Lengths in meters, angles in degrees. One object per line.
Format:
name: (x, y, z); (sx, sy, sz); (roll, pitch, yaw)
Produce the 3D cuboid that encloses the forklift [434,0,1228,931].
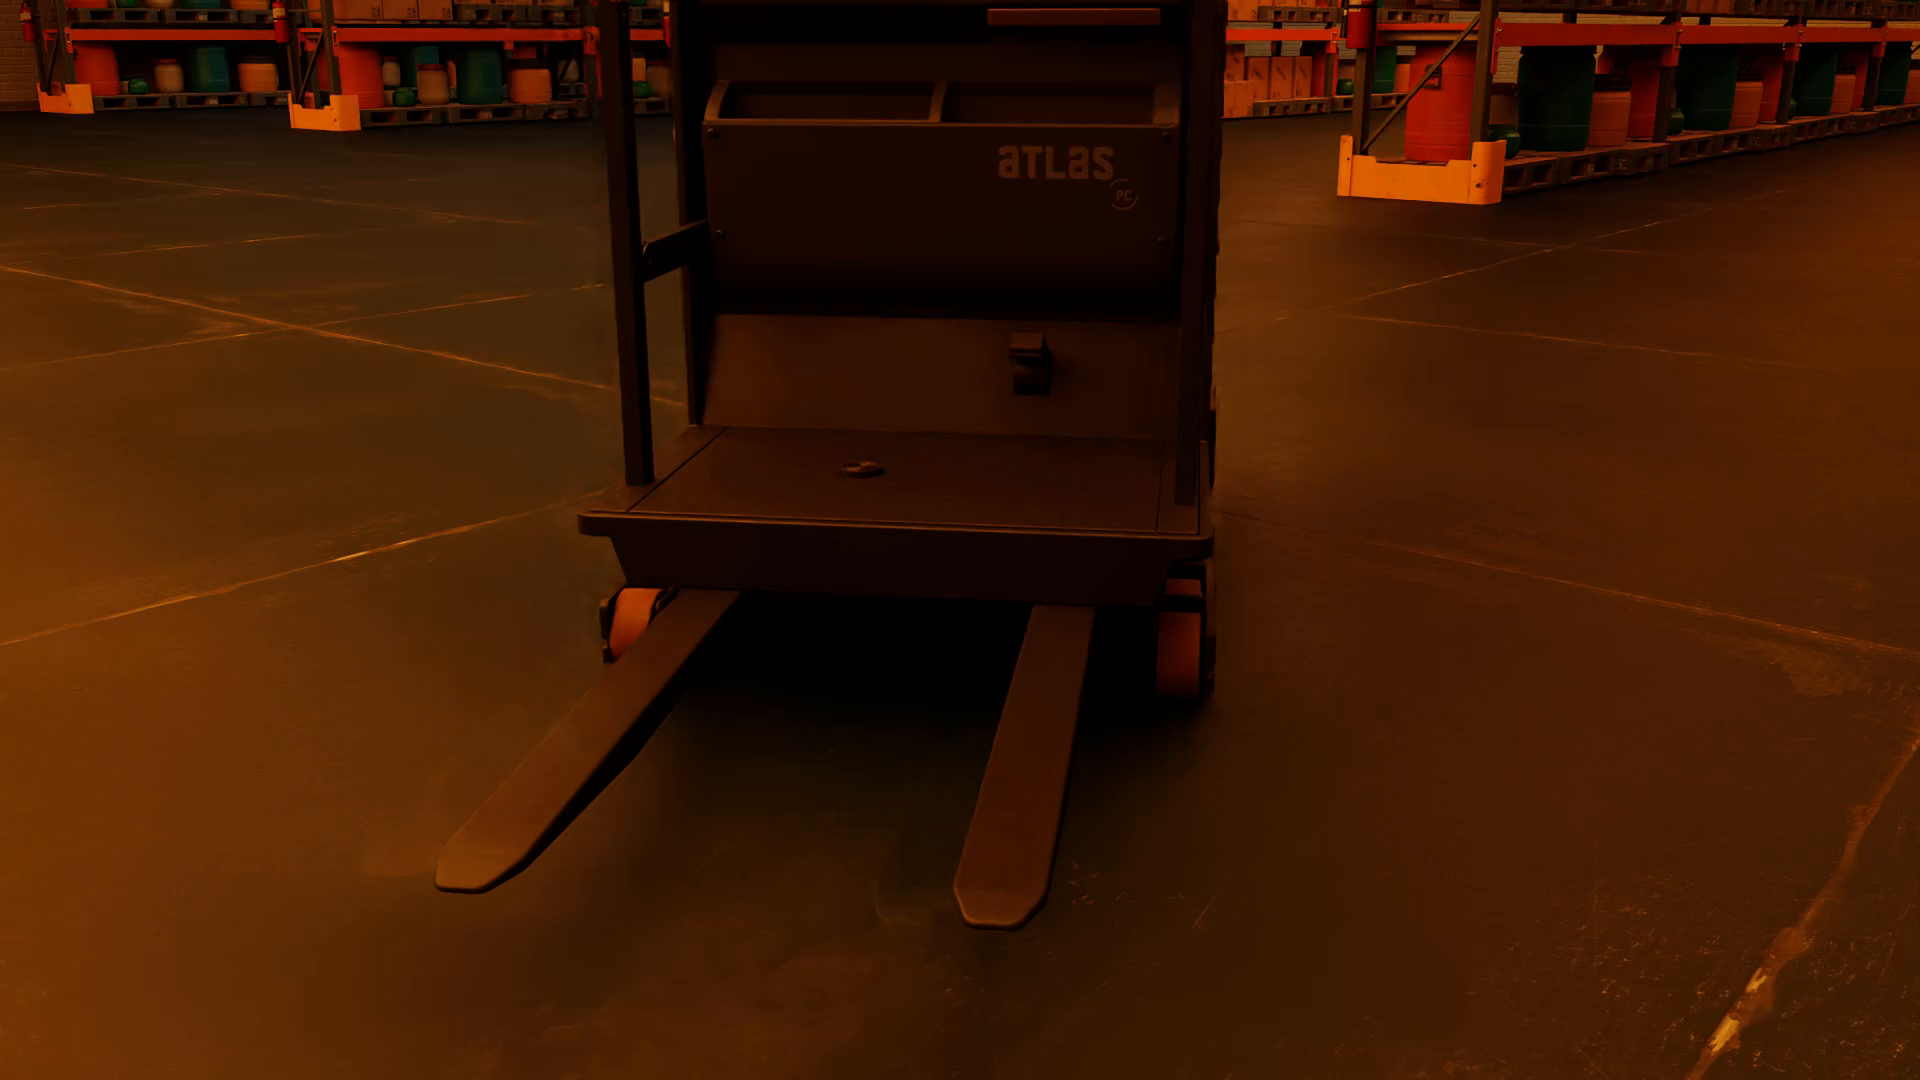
forklift: (-0.062, -1.220, 2.914); (1.130, 2.935, 3.031); (2, 17, 7)
